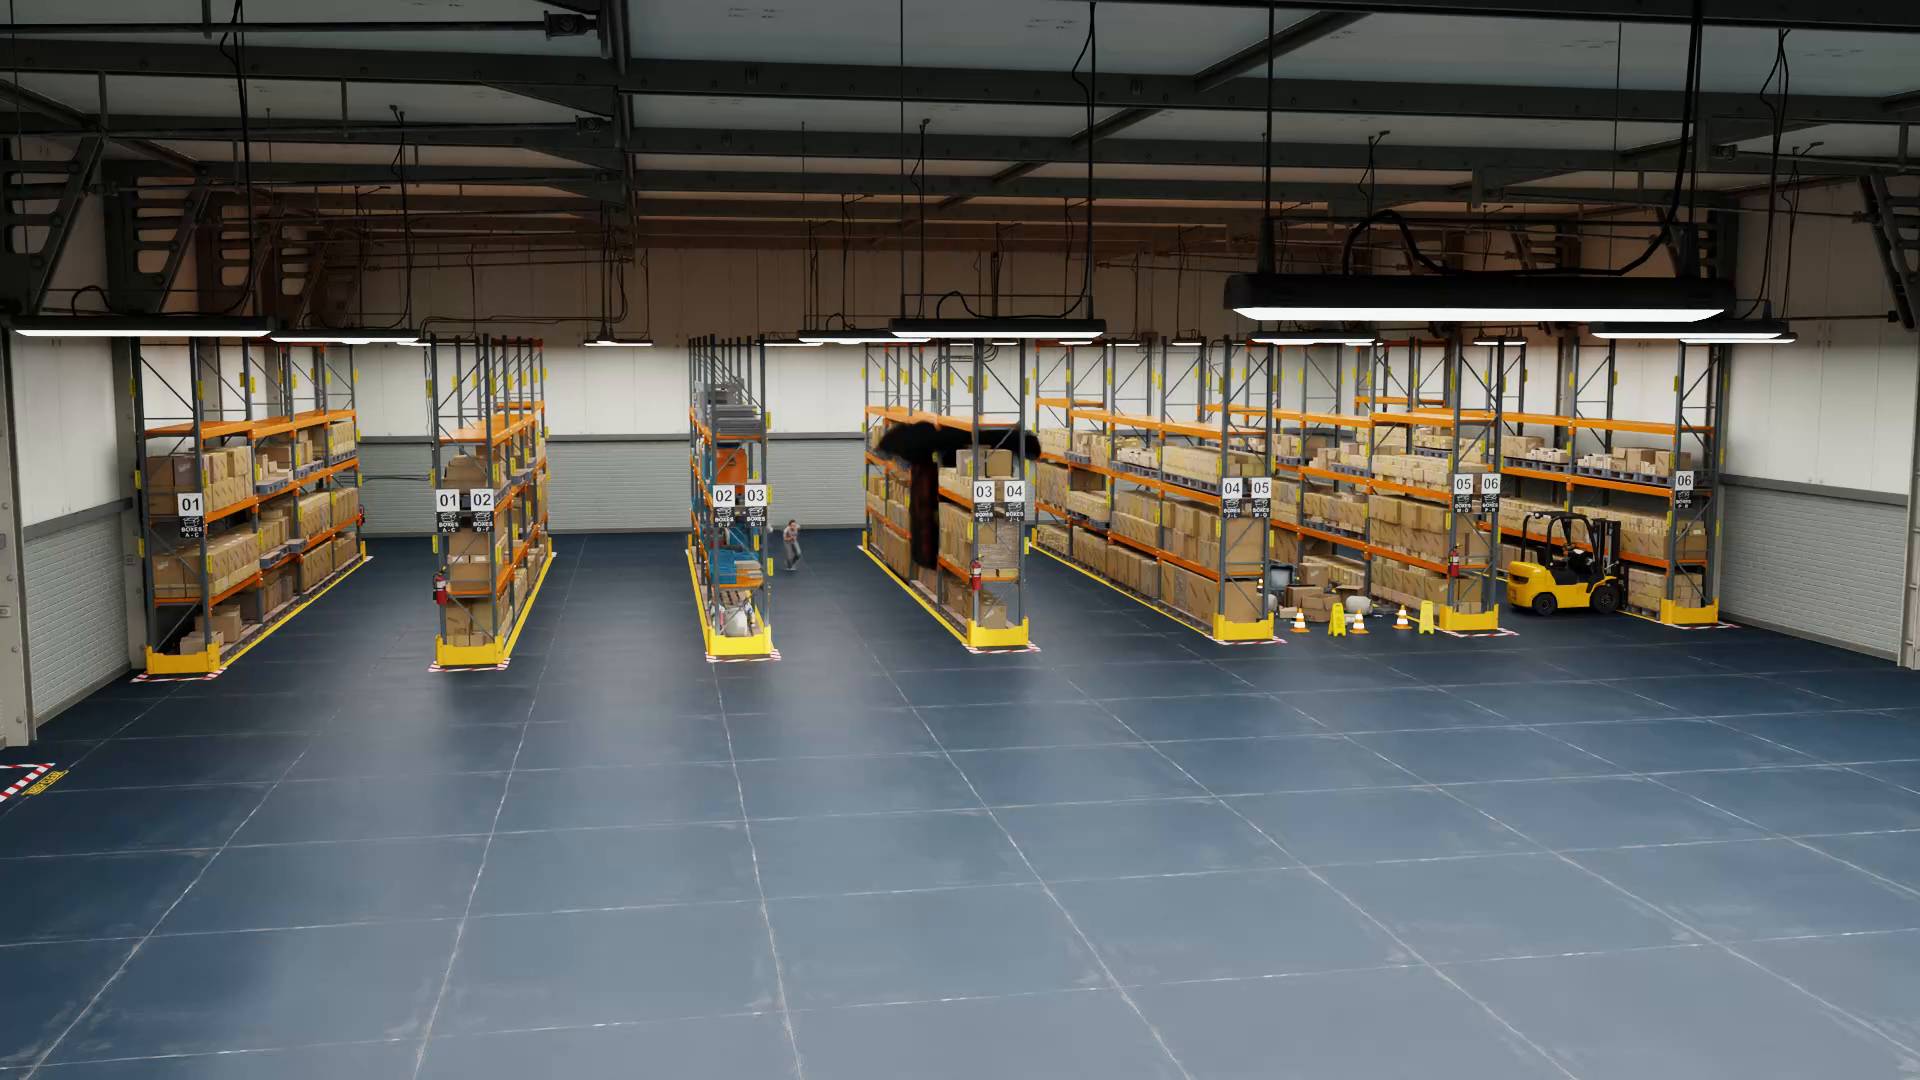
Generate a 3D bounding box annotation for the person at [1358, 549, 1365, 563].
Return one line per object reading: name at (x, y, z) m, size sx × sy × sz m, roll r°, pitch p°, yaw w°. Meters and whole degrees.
person at (10.407, -0.019, 42.957) m, size 0.608 × 1.738 × 0.802 m, roll -3°, pitch 7°, yaw -22°

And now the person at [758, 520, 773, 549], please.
person at (-5.718, -0.588, 47.622) m, size 0.738 × 1.723 × 0.656 m, roll -6°, pitch 9°, yaw -42°

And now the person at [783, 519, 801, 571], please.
person at (-4.329, 0.126, 42.767) m, size 0.577 × 1.391 × 0.953 m, roll -3°, pitch 7°, yaw -27°
